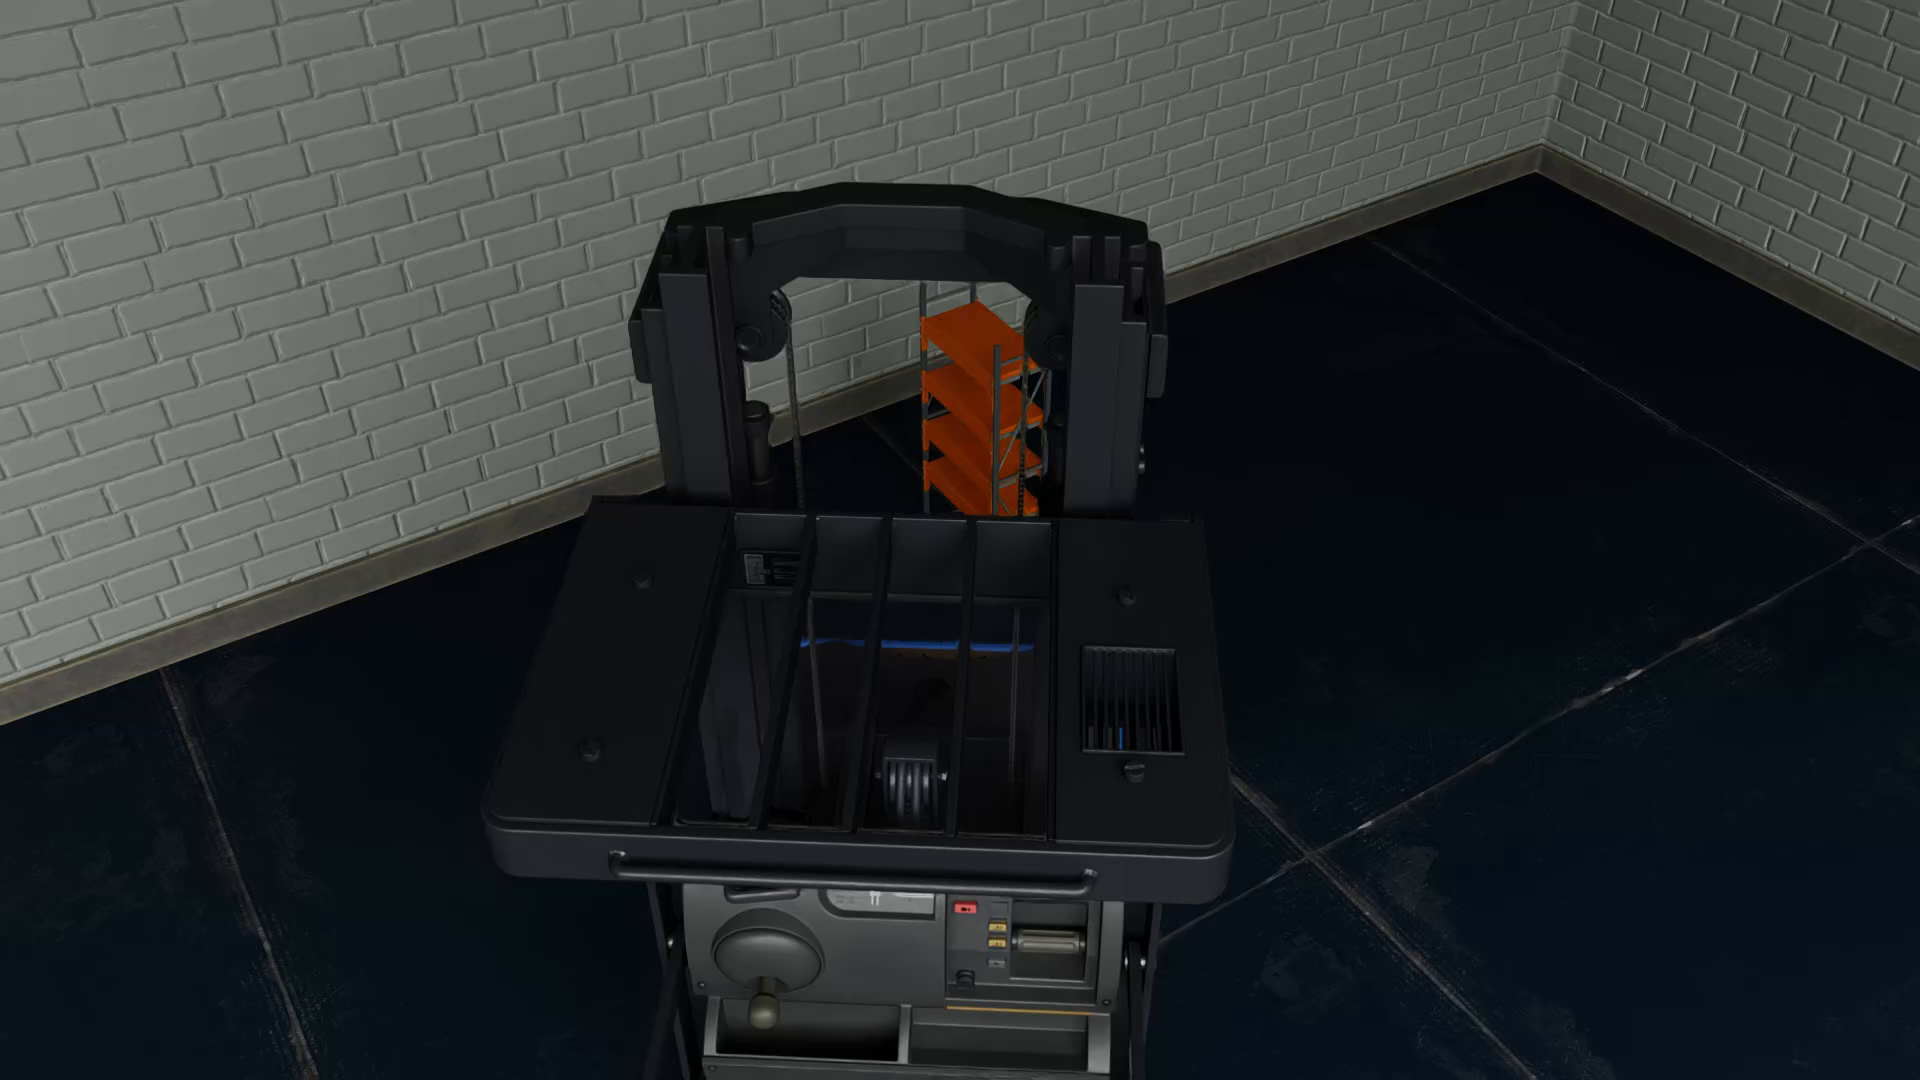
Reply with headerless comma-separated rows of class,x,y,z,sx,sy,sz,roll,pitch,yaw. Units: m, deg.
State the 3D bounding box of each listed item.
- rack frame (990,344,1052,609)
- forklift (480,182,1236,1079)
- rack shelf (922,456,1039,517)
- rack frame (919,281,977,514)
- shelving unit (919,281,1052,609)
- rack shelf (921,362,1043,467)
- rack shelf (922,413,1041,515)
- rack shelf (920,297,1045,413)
rack frame,0.220,-0.240,6.101,0.240,1.200,0.015,-22,45,-24
forklift,-0.130,0.921,3.355,1.130,2.935,3.031,2,40,2
rack shelf,0.089,-0.167,6.429,0.258,0.148,0.480,-22,45,-24
rack frame,-0.042,-0.503,6.417,0.240,1.200,0.015,-22,45,-24
shelving unit,0.089,-0.372,6.259,0.258,1.200,0.503,-22,45,-24
rack shelf,0.089,-0.492,6.159,0.258,0.148,0.480,-22,45,-24
rack shelf,0.089,-0.320,6.302,0.258,0.148,0.480,-22,45,-24
rack shelf,0.089,-0.673,6.007,0.258,0.148,0.480,-22,45,-24
